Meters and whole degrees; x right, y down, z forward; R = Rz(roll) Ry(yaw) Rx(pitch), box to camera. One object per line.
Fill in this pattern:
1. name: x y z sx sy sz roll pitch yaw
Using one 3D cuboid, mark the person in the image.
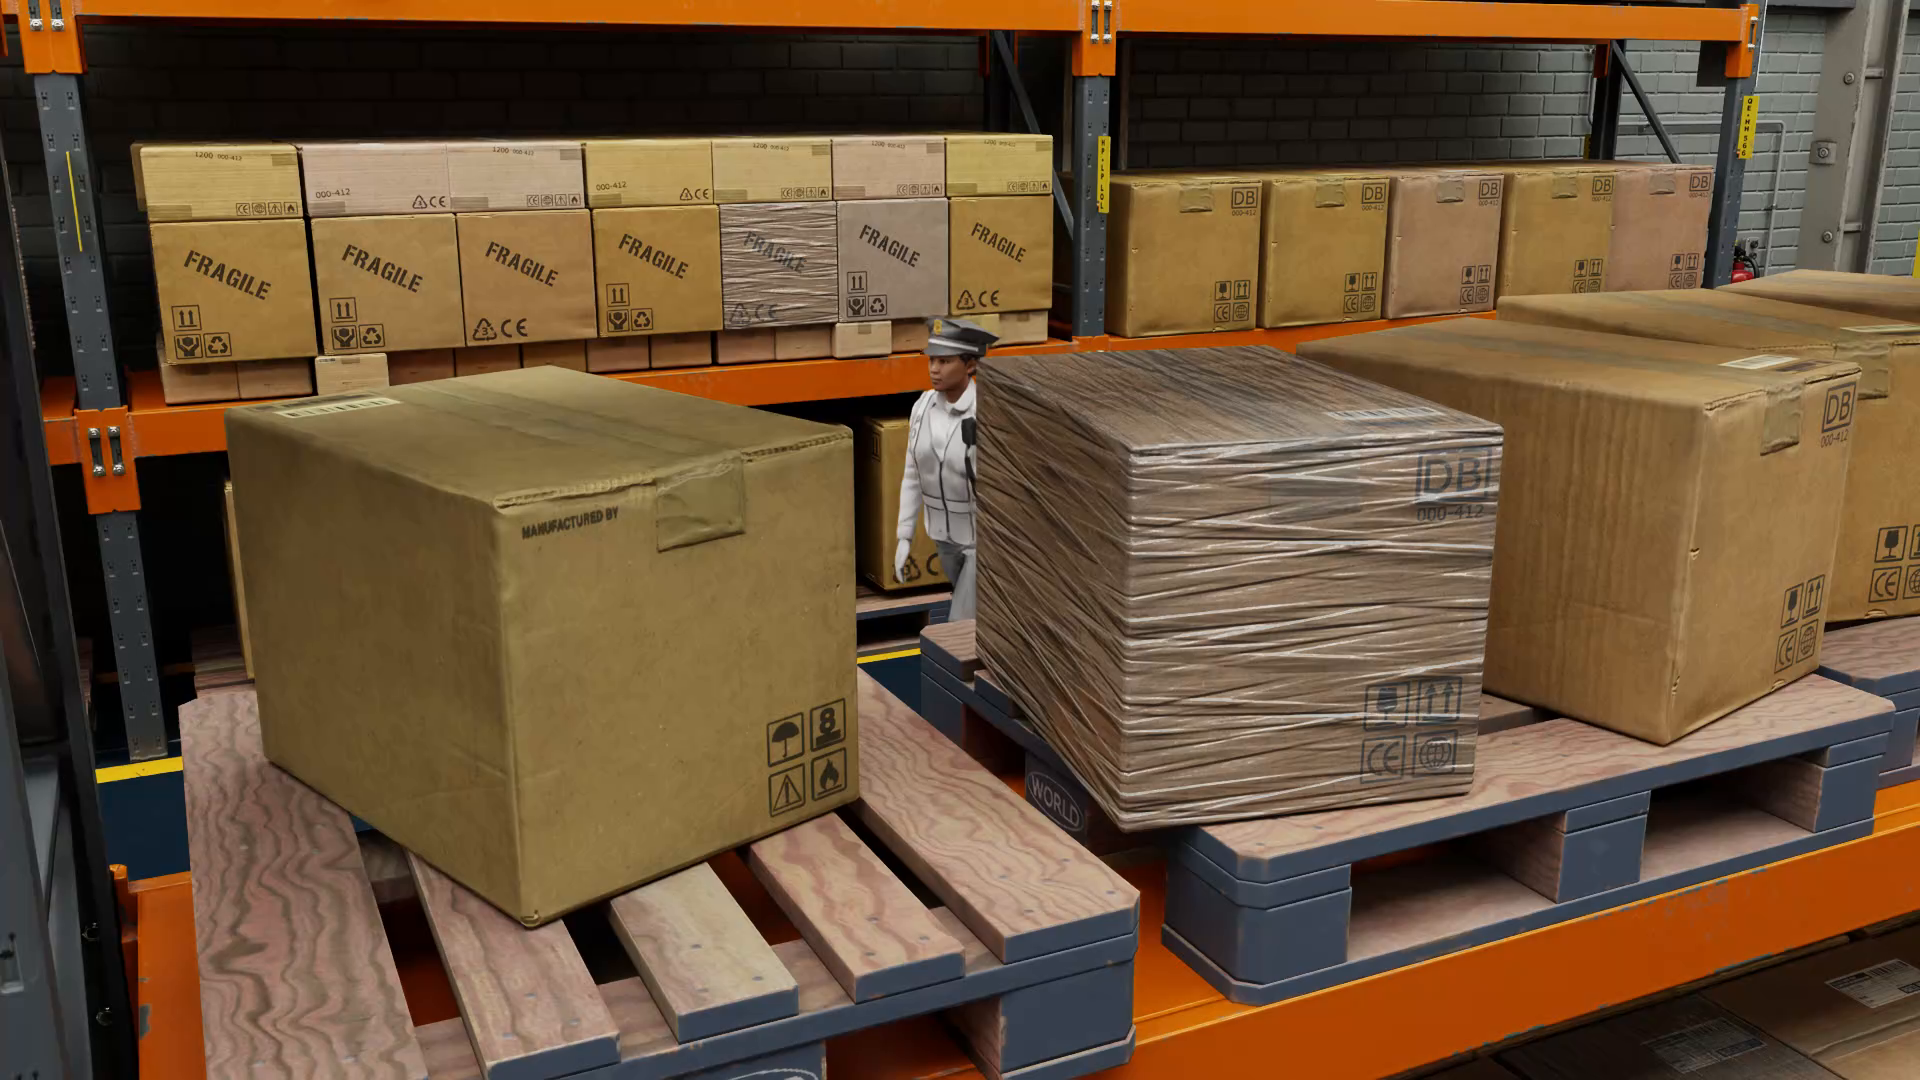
1. person: -0.010 -0.007 5.982 0.514 1.616 0.968 14 21 41
